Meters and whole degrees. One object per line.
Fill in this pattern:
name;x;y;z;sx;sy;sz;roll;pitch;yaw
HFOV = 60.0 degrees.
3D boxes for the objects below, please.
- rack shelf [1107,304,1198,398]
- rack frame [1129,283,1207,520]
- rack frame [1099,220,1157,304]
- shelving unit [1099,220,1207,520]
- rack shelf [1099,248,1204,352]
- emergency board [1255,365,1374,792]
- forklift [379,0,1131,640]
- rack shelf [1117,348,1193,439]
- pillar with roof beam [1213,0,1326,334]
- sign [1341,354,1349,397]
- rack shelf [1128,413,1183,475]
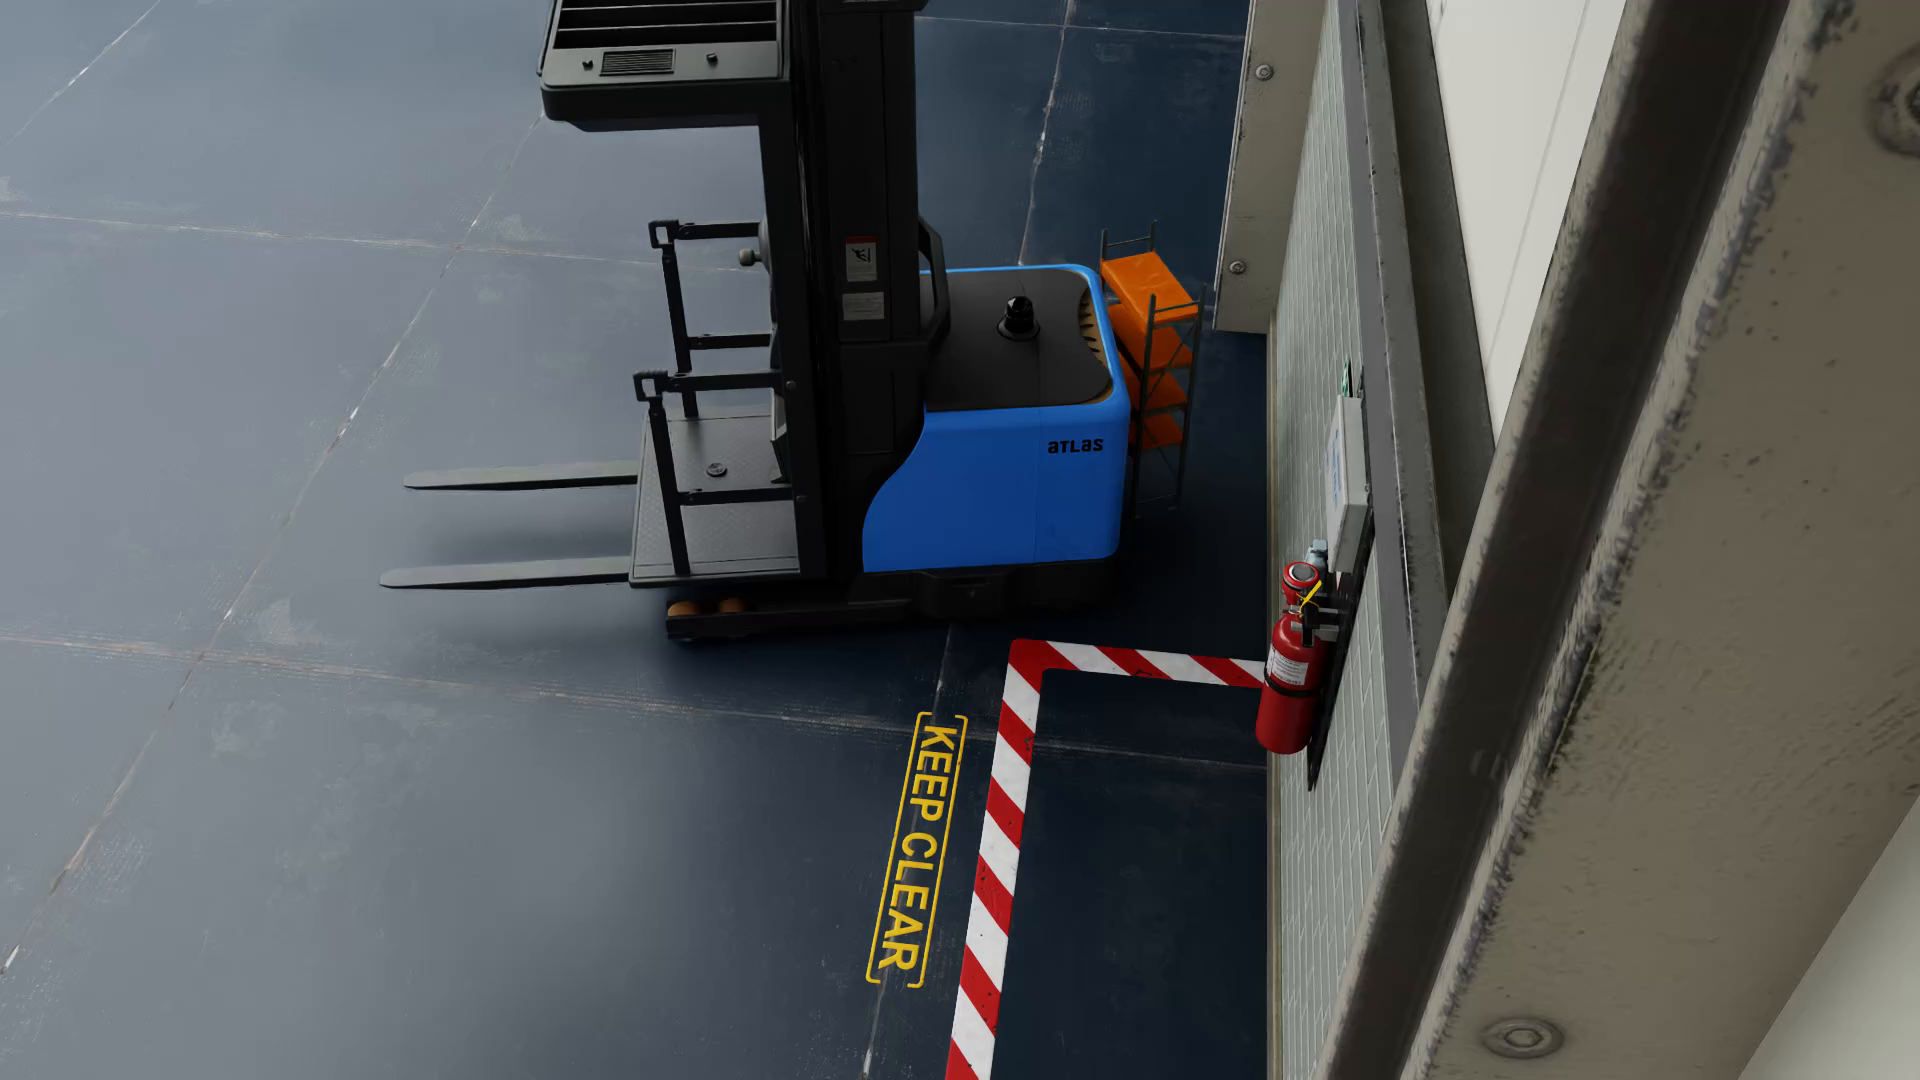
rack shelf;0.784;-0.826;7.044;0.258;0.148;0.480;-13;45;-14
rack frame;0.864;-0.554;6.984;0.240;1.200;0.015;-13;45;-14
rack frame;0.704;-0.871;7.319;0.240;1.200;0.015;-13;45;-14
shelving unit;0.784;-0.712;7.152;0.258;1.200;0.503;-13;45;-14
rack shelf;0.784;-0.998;6.881;0.258;0.148;0.480;-13;45;-14
emergency board;1.026;0.135;4.948;0.194;1.169;0.643;5;44;6
forklift;-0.880;-1.033;6.231;3.031;2.935;1.130;-3;44;-3
rack shelf;0.784;-0.663;7.198;0.258;0.148;0.480;-13;45;-14
pillar with roof beam;-2.812;-4.843;5.842;9.100;9.000;0.400;5;44;6
sign;1.192;-0.435;5.139;0.001;0.109;0.331;5;44;6
rack shelf;0.784;-0.519;7.334;0.258;0.148;0.480;-13;45;-14
